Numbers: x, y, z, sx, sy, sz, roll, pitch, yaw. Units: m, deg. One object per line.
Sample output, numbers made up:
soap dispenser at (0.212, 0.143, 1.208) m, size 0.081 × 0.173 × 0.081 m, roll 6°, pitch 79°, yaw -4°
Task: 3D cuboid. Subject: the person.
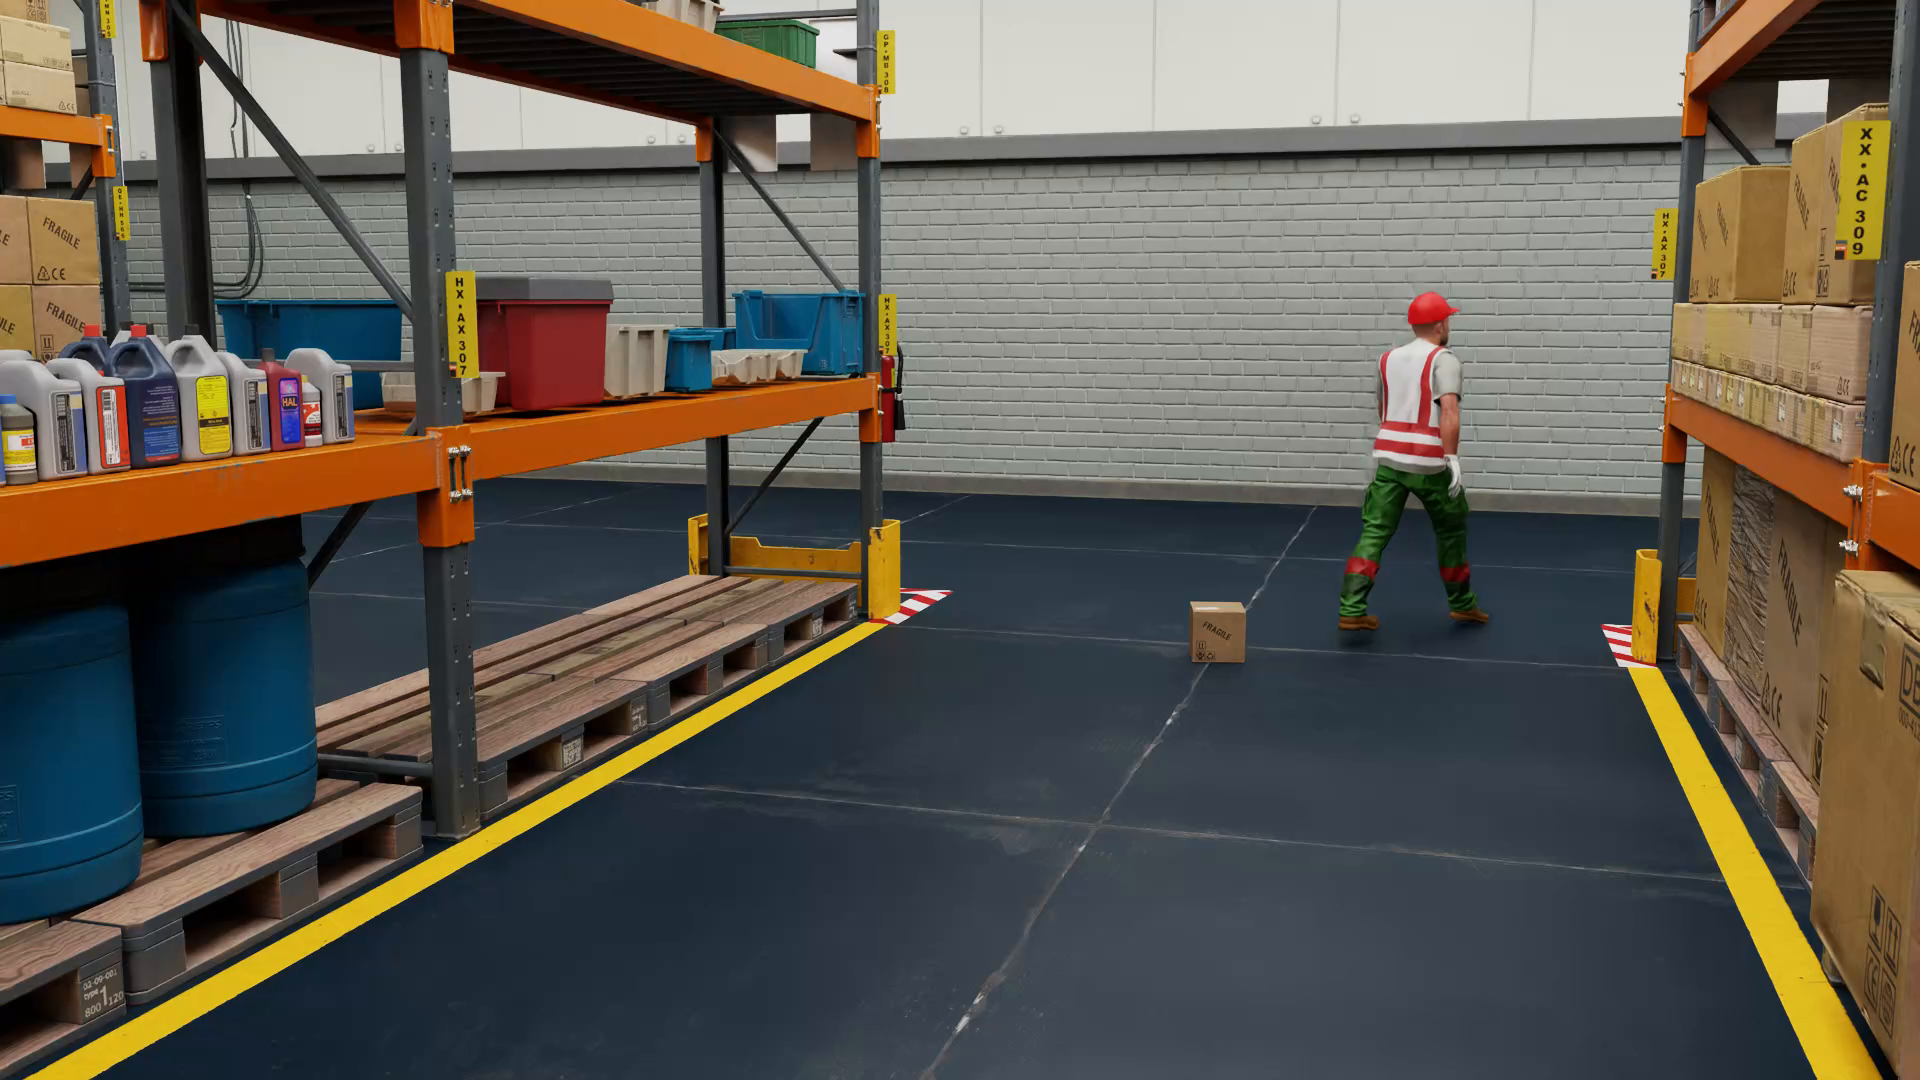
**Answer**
person at (2.390, -0.389, 8.503) m, size 1.071 × 1.741 × 0.666 m, roll -7°, pitch 11°, yaw -39°
